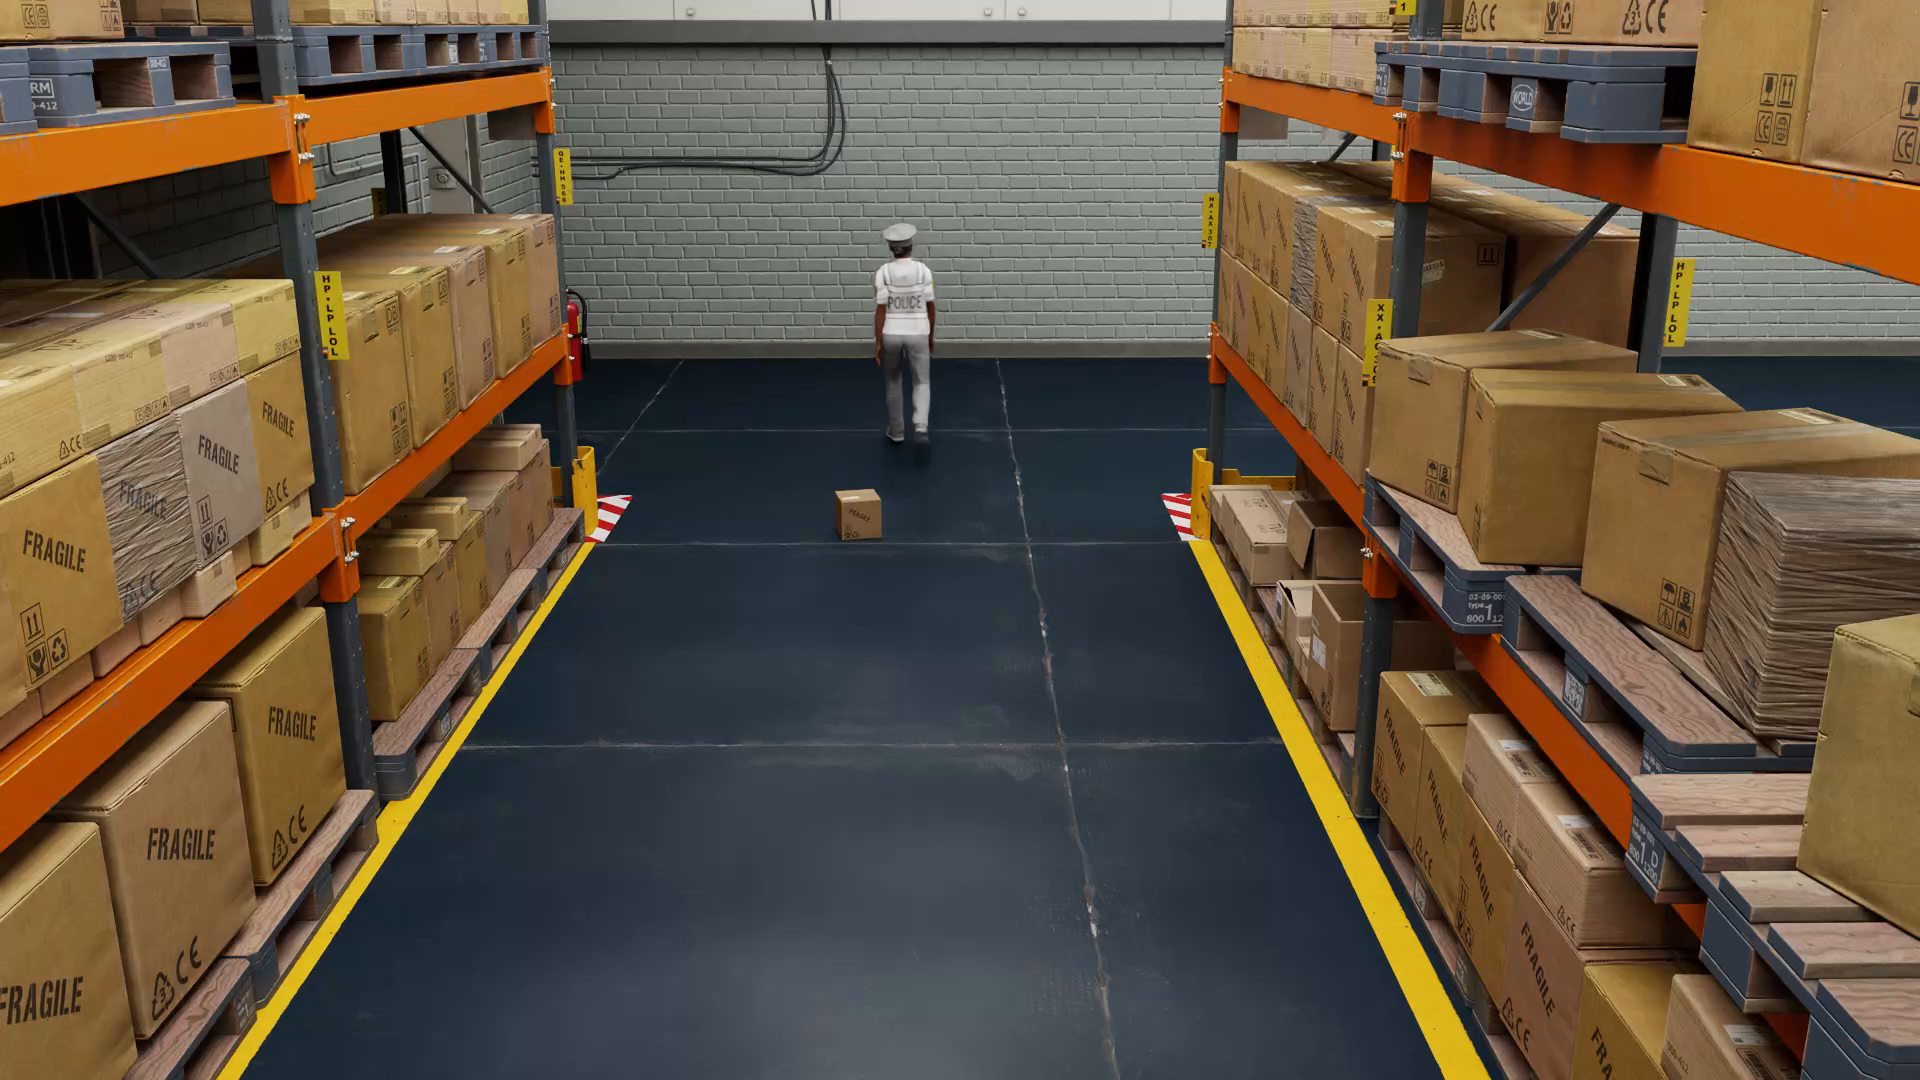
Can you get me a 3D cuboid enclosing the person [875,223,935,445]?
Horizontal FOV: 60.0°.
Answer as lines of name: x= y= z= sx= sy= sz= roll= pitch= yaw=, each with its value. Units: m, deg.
person: x=-0.404 y=-1.498 z=12.296 sx=0.450 sy=1.652 sz=0.842 roll=-1 pitch=17 yaw=-3
